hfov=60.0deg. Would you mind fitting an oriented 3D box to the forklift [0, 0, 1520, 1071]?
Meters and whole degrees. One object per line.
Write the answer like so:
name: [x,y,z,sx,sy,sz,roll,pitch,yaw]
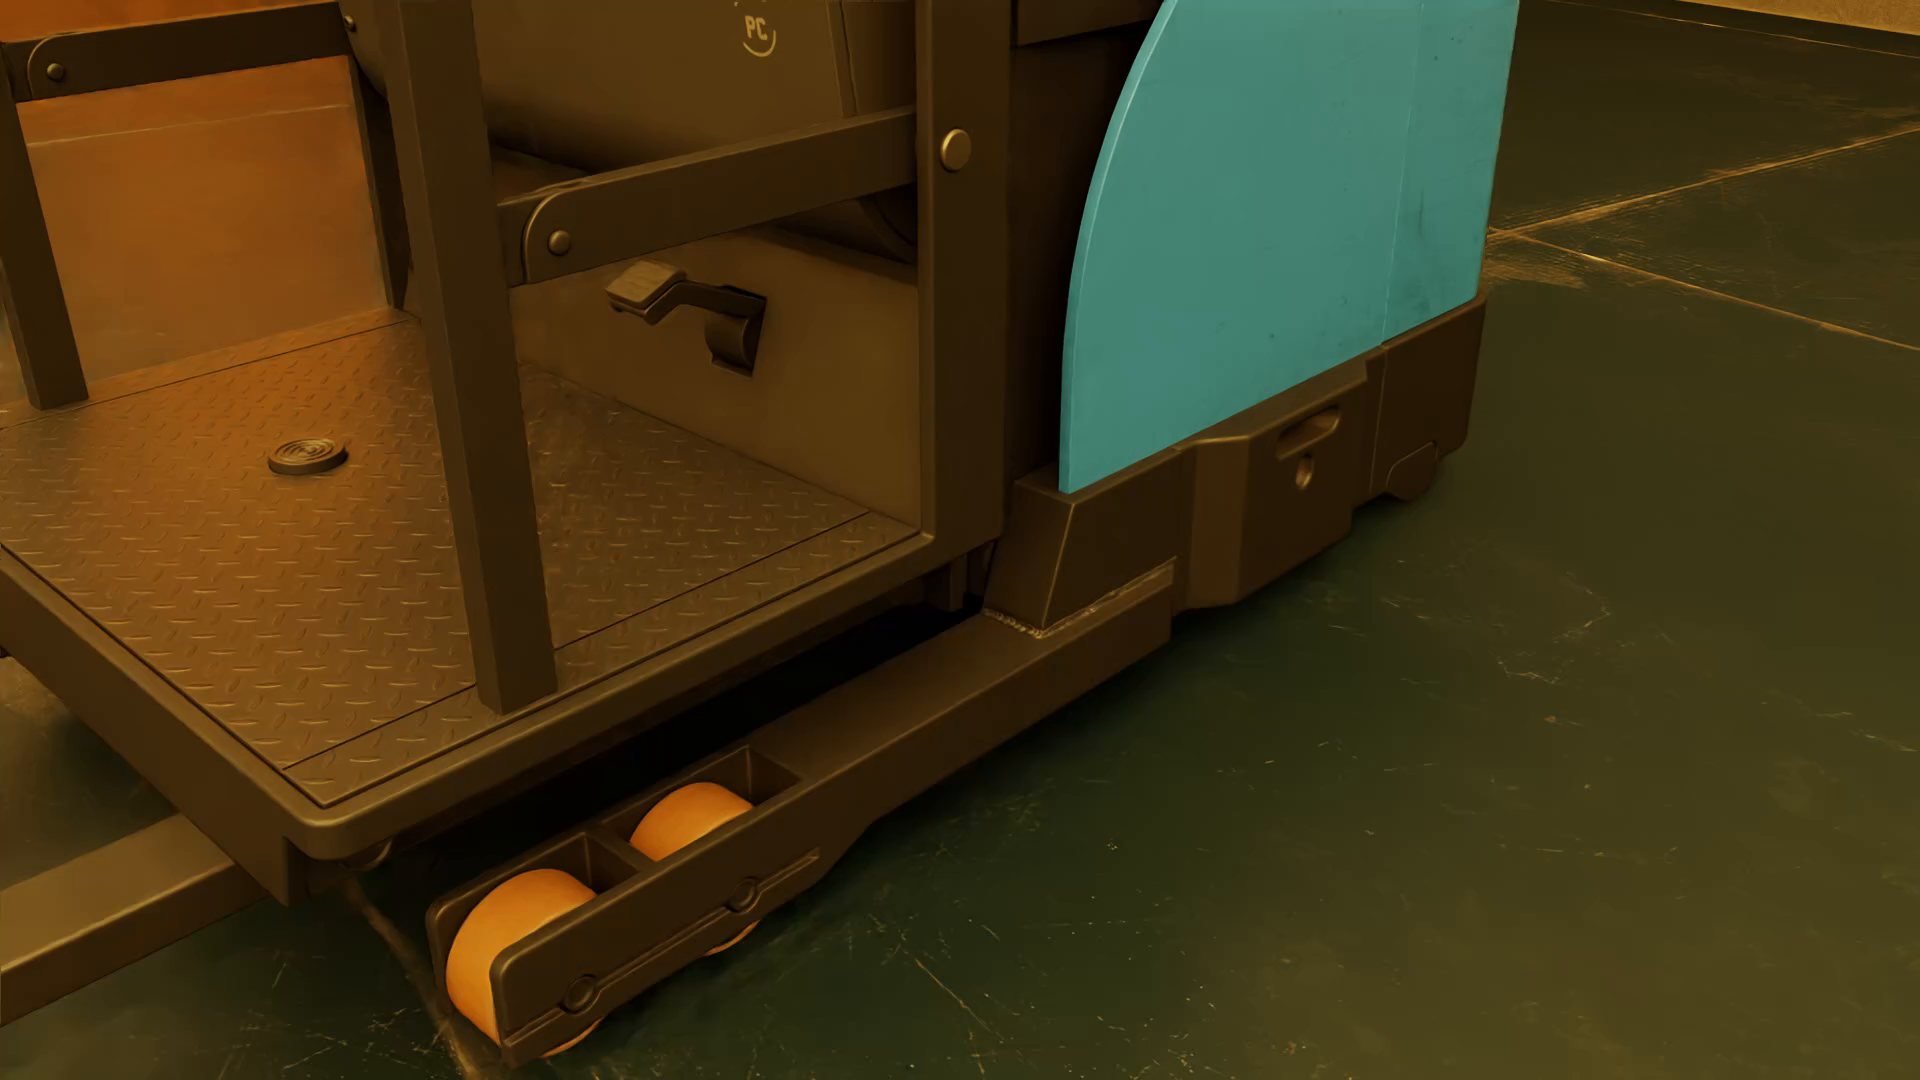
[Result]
forklift: [-0.558,-1.091,1.407,1.130,2.935,3.031,23,35,38]
